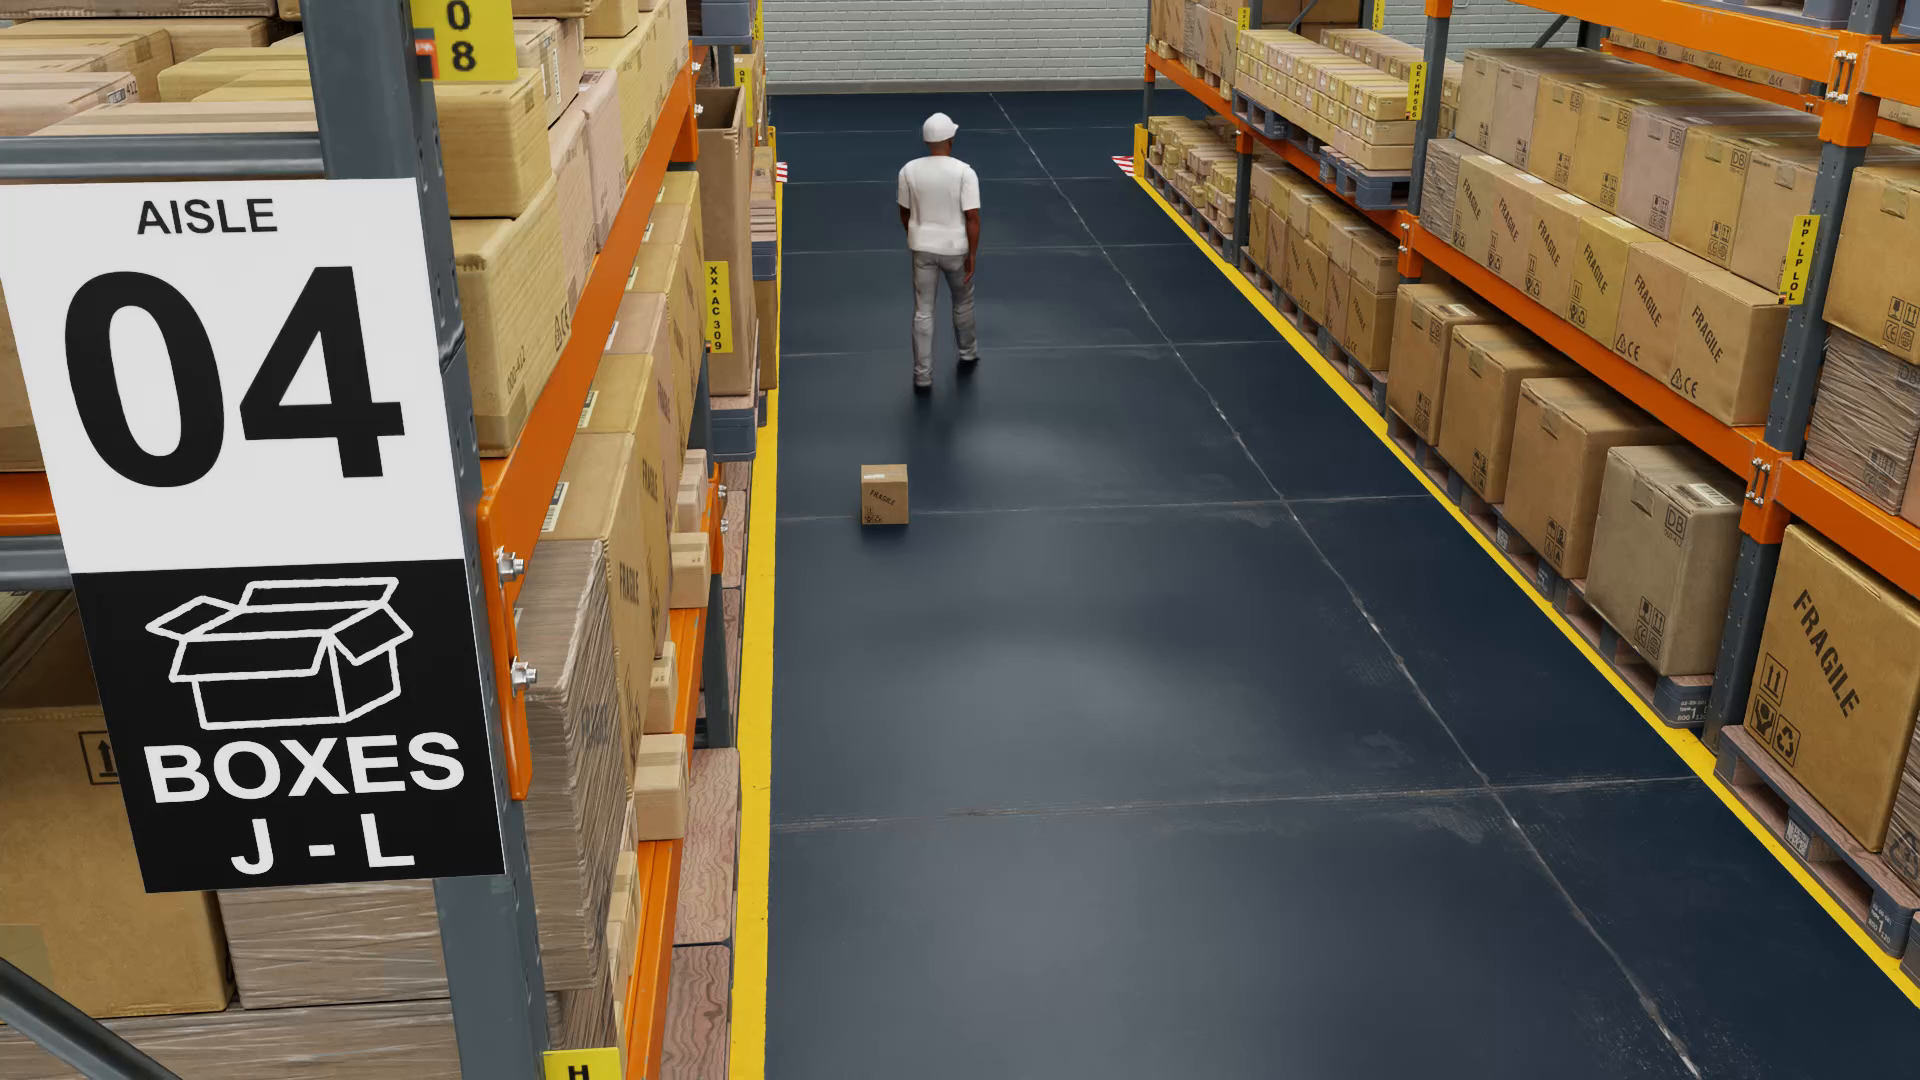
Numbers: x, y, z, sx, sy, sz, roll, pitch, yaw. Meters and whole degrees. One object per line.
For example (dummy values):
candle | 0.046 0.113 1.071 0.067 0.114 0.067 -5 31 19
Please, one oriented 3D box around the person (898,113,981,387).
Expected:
person | -0.119 -1.942 10.986 0.568 1.750 0.922 4 24 8
